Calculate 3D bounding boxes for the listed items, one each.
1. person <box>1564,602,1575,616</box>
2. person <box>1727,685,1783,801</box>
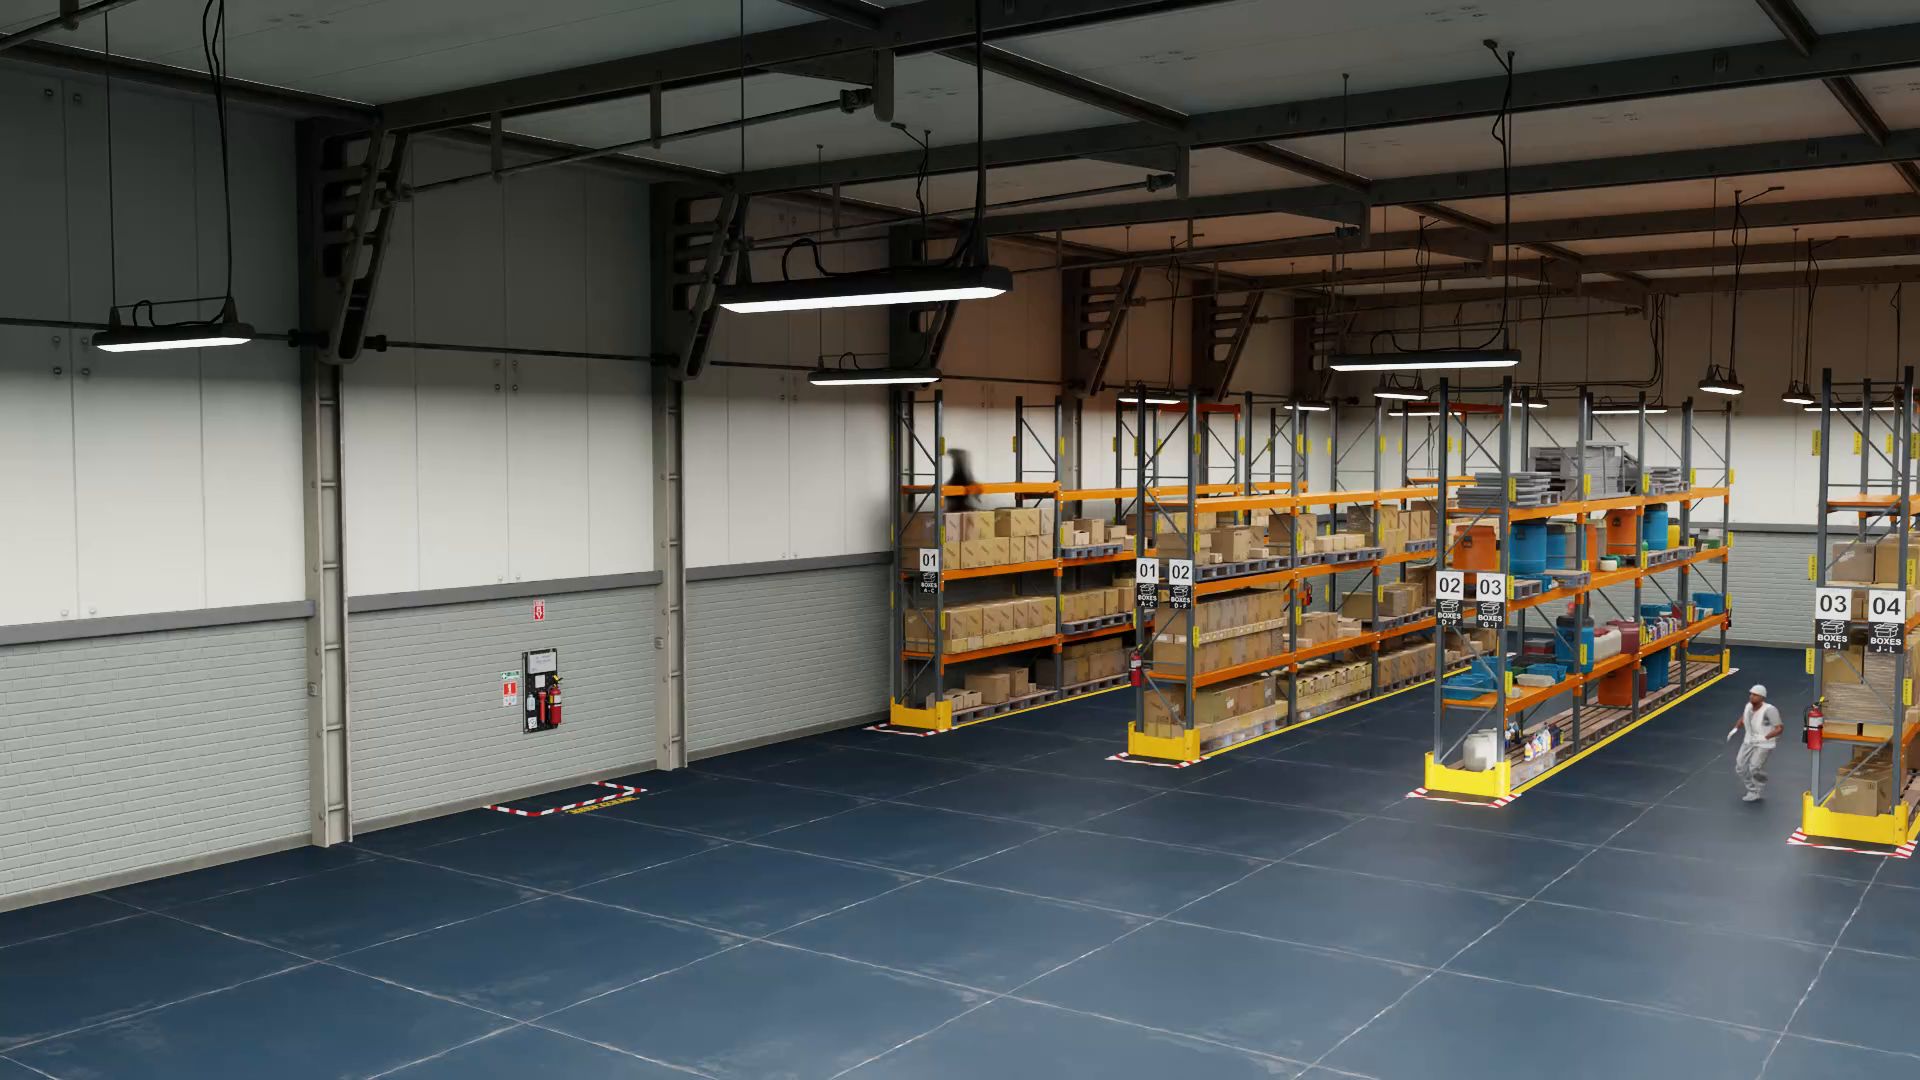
[{"bbox_3d":[12.677,2.180,34.535,0.700,1.801,0.637,-3,4,-40],"label":"person"},{"bbox_3d":[11.224,2.862,23.388,0.546,1.683,0.776,-2,4,-30],"label":"person"}]
